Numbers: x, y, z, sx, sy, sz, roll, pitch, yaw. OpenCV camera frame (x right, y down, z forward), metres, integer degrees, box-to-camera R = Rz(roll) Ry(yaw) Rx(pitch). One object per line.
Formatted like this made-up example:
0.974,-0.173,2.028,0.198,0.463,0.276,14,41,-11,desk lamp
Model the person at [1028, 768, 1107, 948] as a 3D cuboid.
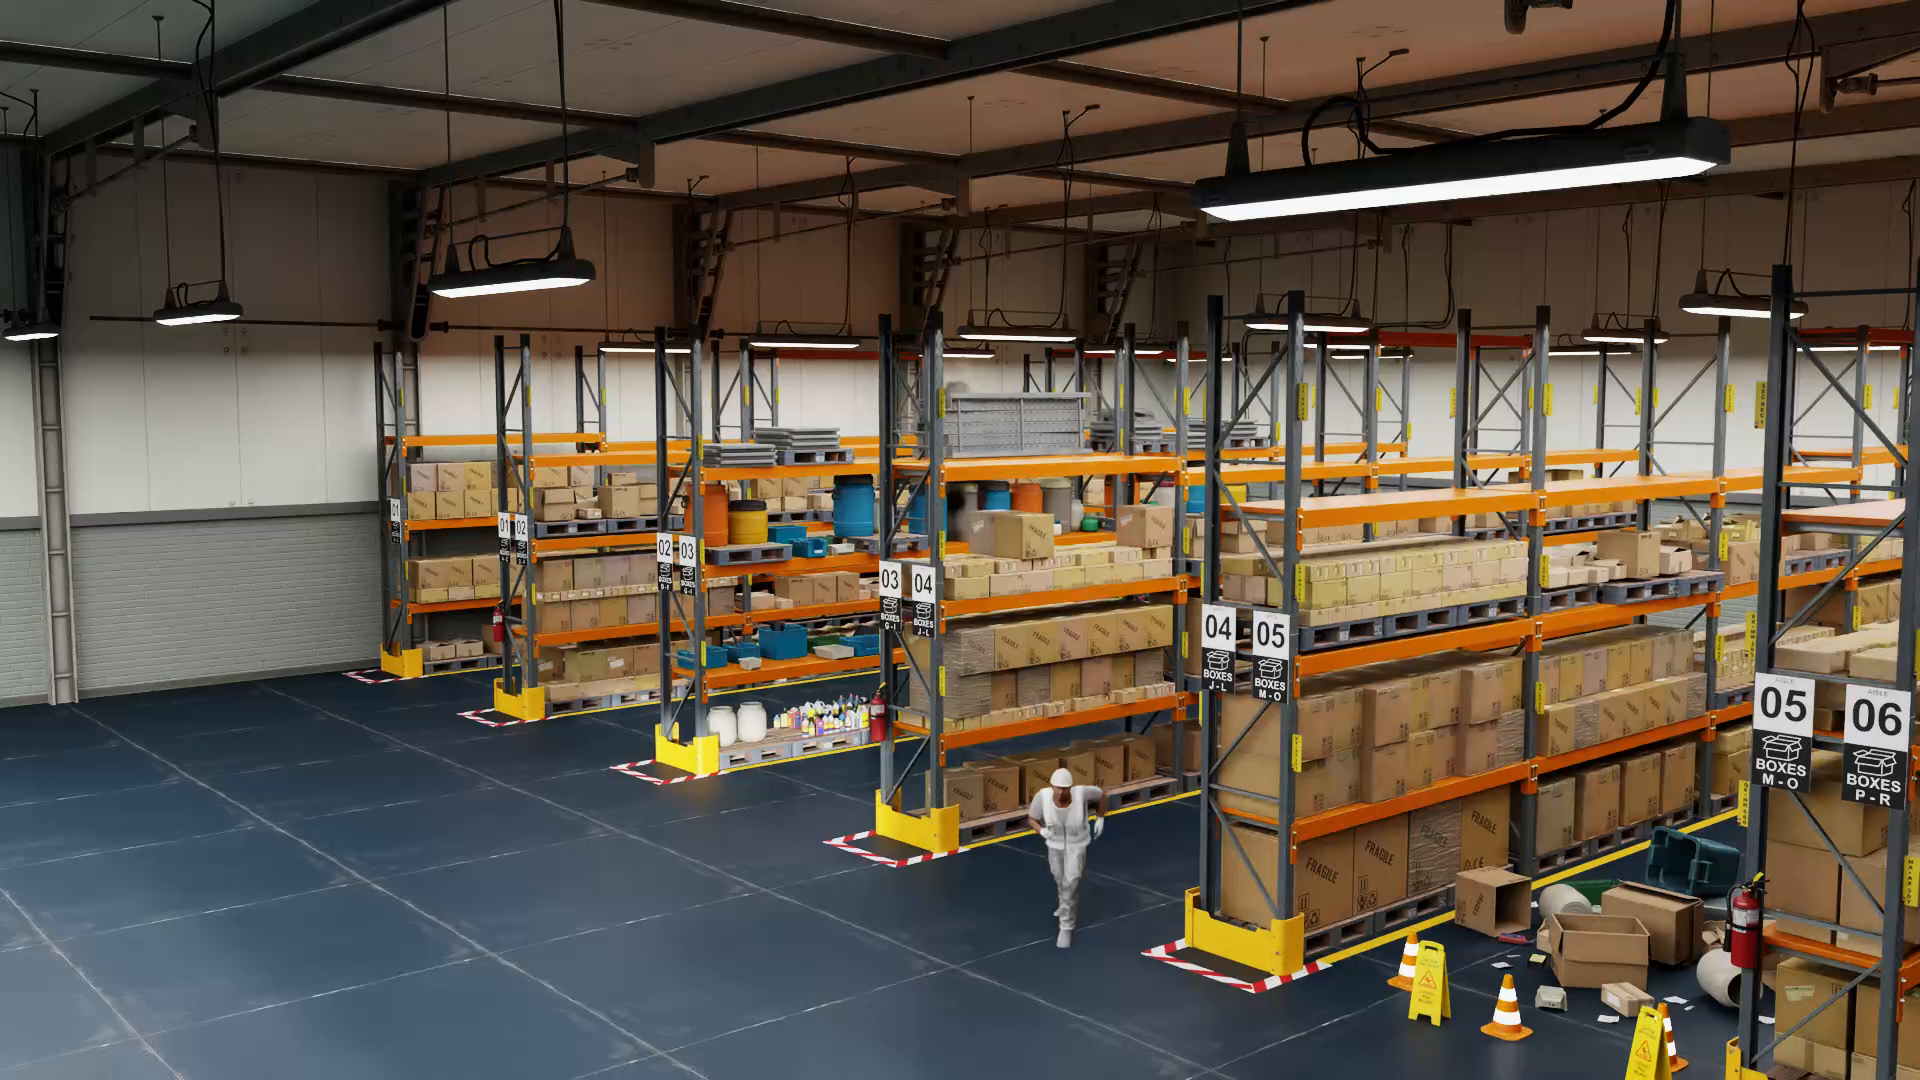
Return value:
1.019,2.928,15.698,0.729,1.726,1.035,1,5,10,person
